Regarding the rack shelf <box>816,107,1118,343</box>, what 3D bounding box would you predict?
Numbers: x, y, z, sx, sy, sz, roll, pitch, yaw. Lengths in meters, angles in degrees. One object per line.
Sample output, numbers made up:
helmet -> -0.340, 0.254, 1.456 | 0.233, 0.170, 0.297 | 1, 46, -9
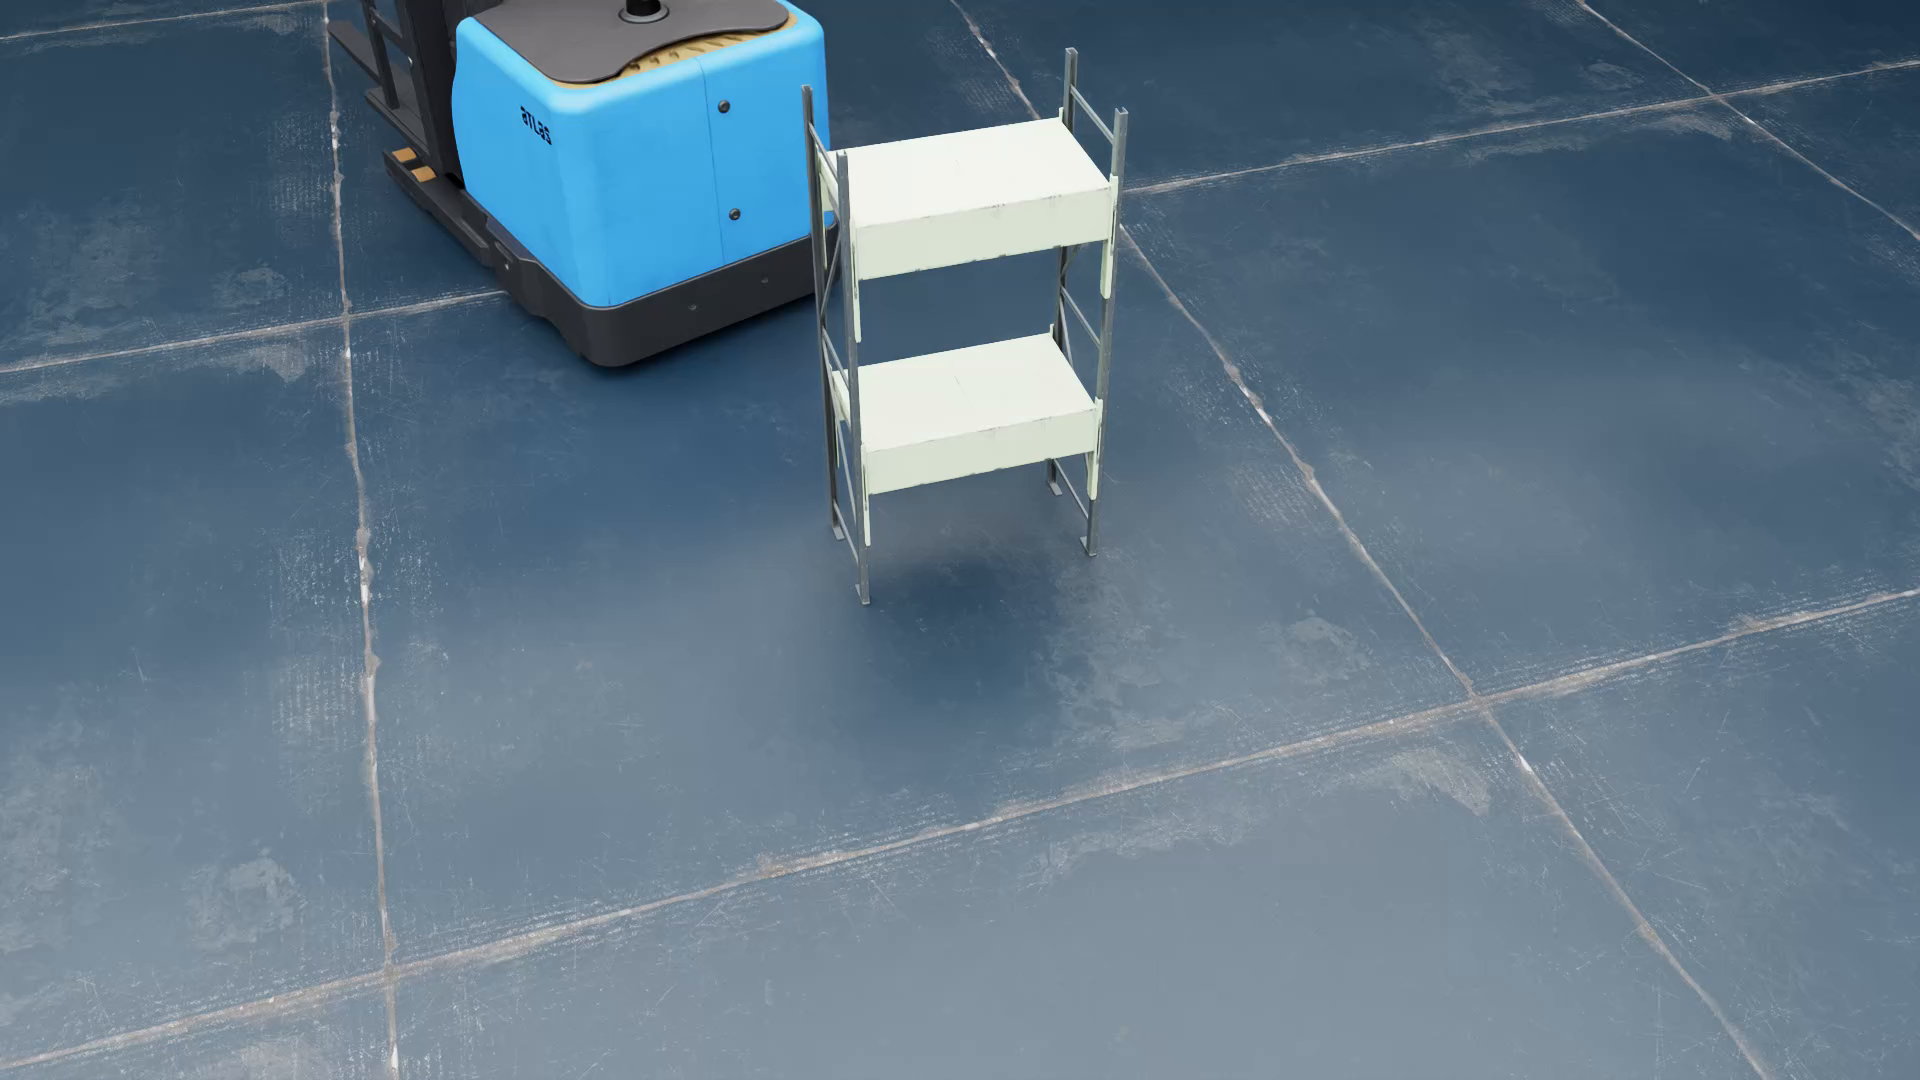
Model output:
rack shelf -> 0.006, -0.860, 4.501 | 0.720, 0.370, 0.431 | -12, 42, -13

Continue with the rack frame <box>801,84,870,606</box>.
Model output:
rack frame -> -0.343, -0.494, 4.675 | 0.023, 1.500, 0.400 | -12, 42, -13

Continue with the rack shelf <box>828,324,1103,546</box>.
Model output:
rack shelf -> 0.006, -0.321, 4.973 | 0.720, 0.370, 0.431 | -12, 42, -13

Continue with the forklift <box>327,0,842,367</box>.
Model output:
forklift -> -1.729, -2.633, 6.036 | 1.130, 2.935, 3.031 | -26, 47, -27

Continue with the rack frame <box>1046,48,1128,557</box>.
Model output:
rack frame -> 0.355, -0.638, 4.841 | 0.023, 1.500, 0.400 | -12, 42, -13

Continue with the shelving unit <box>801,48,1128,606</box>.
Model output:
shelving unit -> 0.006, -0.566, 4.758 | 0.755, 1.500, 0.431 | -12, 42, -13
